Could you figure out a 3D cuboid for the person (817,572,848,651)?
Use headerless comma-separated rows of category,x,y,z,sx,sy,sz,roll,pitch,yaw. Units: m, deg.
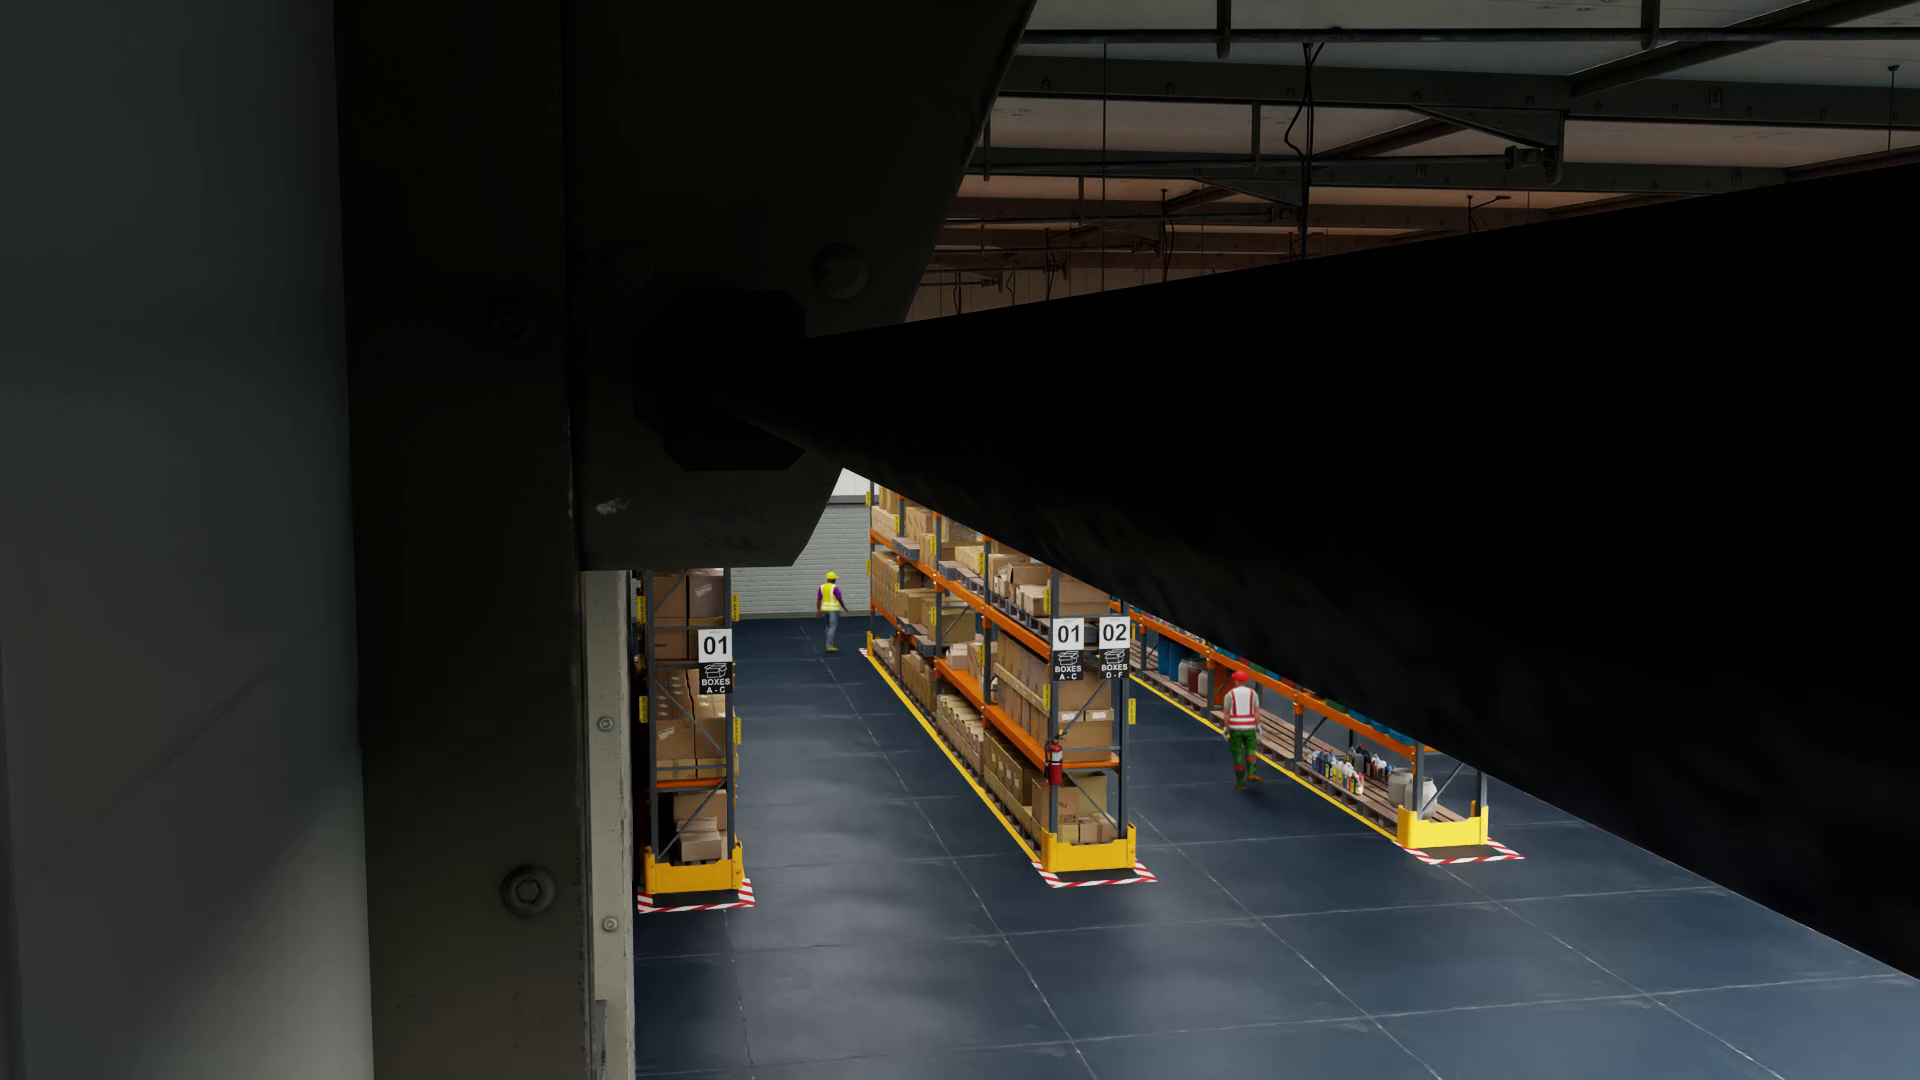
person,-2.878,1.588,37.092,0.621,1.763,0.650,4,7,35

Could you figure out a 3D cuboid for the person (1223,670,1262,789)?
person,4.237,2.840,24.930,0.584,1.782,0.490,0,6,-1
